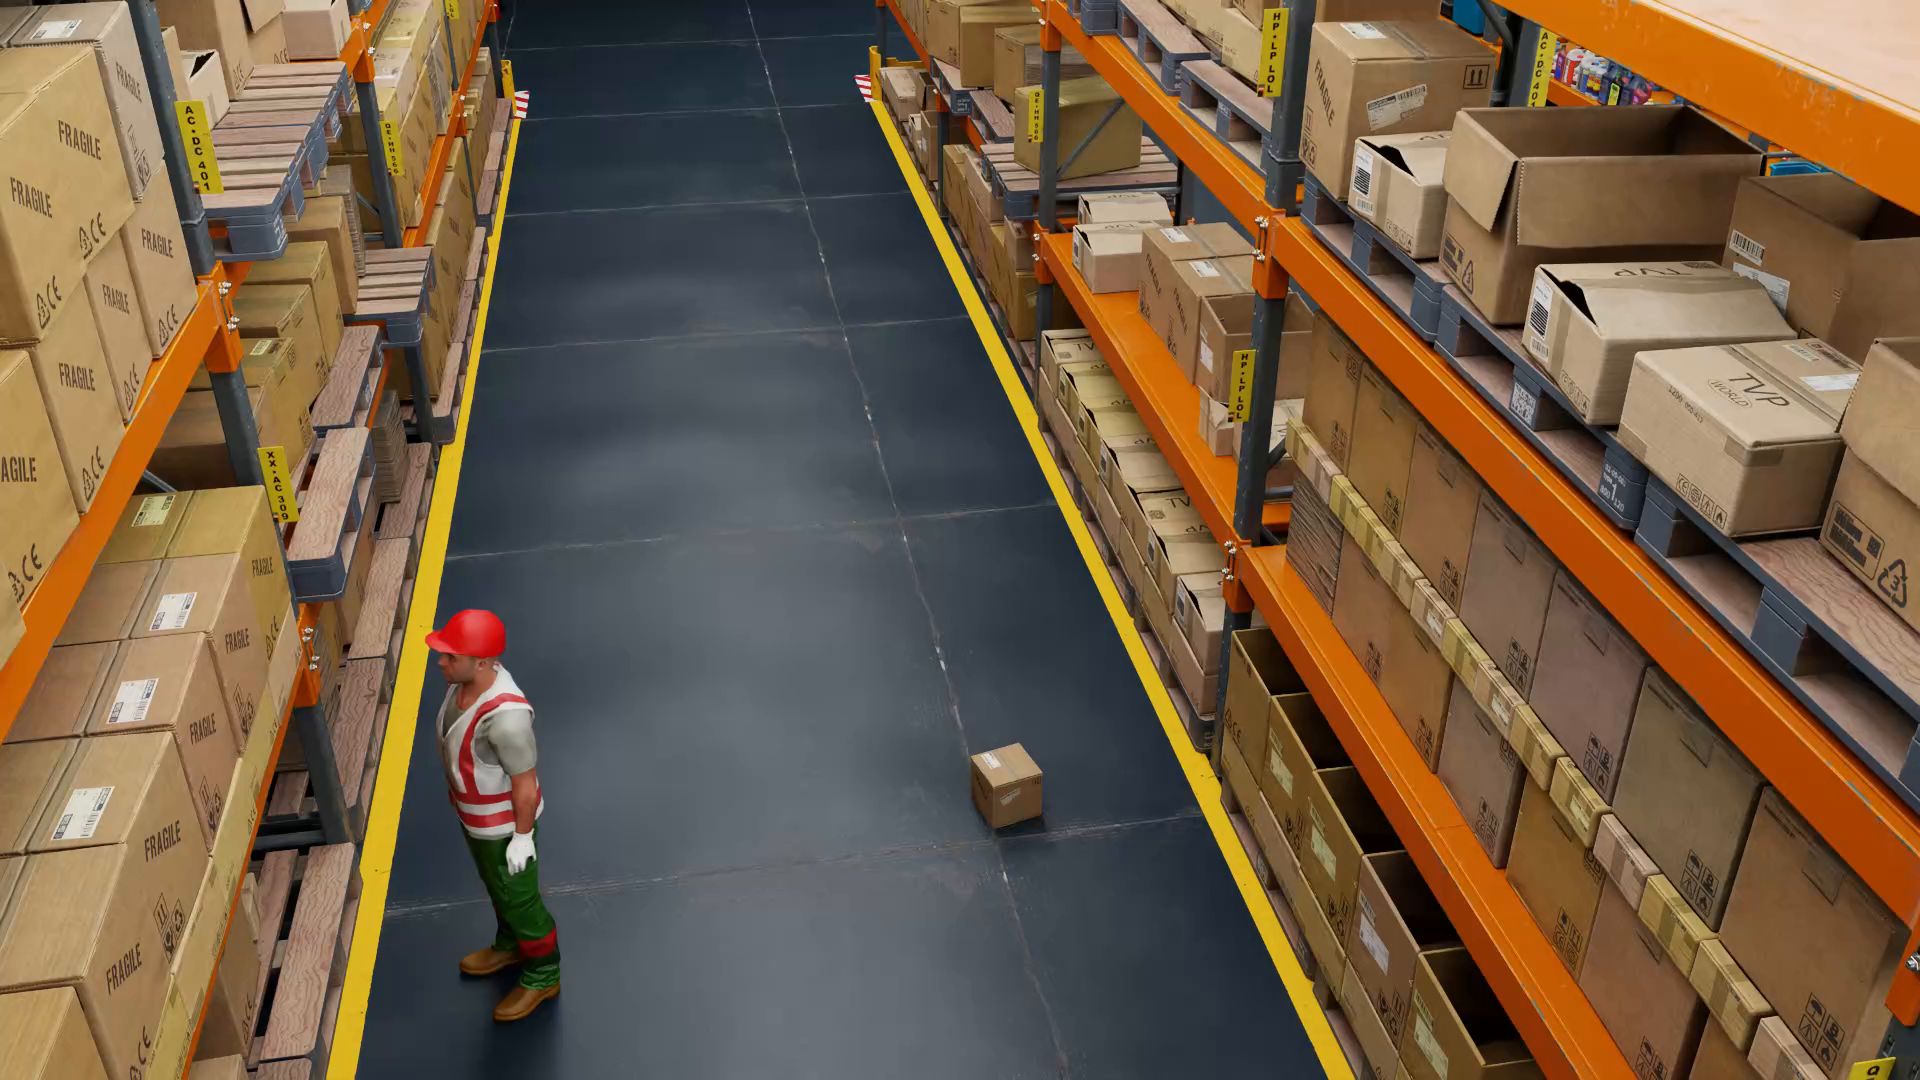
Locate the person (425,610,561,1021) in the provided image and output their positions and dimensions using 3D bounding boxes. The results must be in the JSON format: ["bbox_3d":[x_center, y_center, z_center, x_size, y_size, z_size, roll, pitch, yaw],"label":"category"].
[{"bbox_3d":[-1.782,1.043,6.332,0.369,1.795,0.534,-20,36,-30],"label":"person"}]
